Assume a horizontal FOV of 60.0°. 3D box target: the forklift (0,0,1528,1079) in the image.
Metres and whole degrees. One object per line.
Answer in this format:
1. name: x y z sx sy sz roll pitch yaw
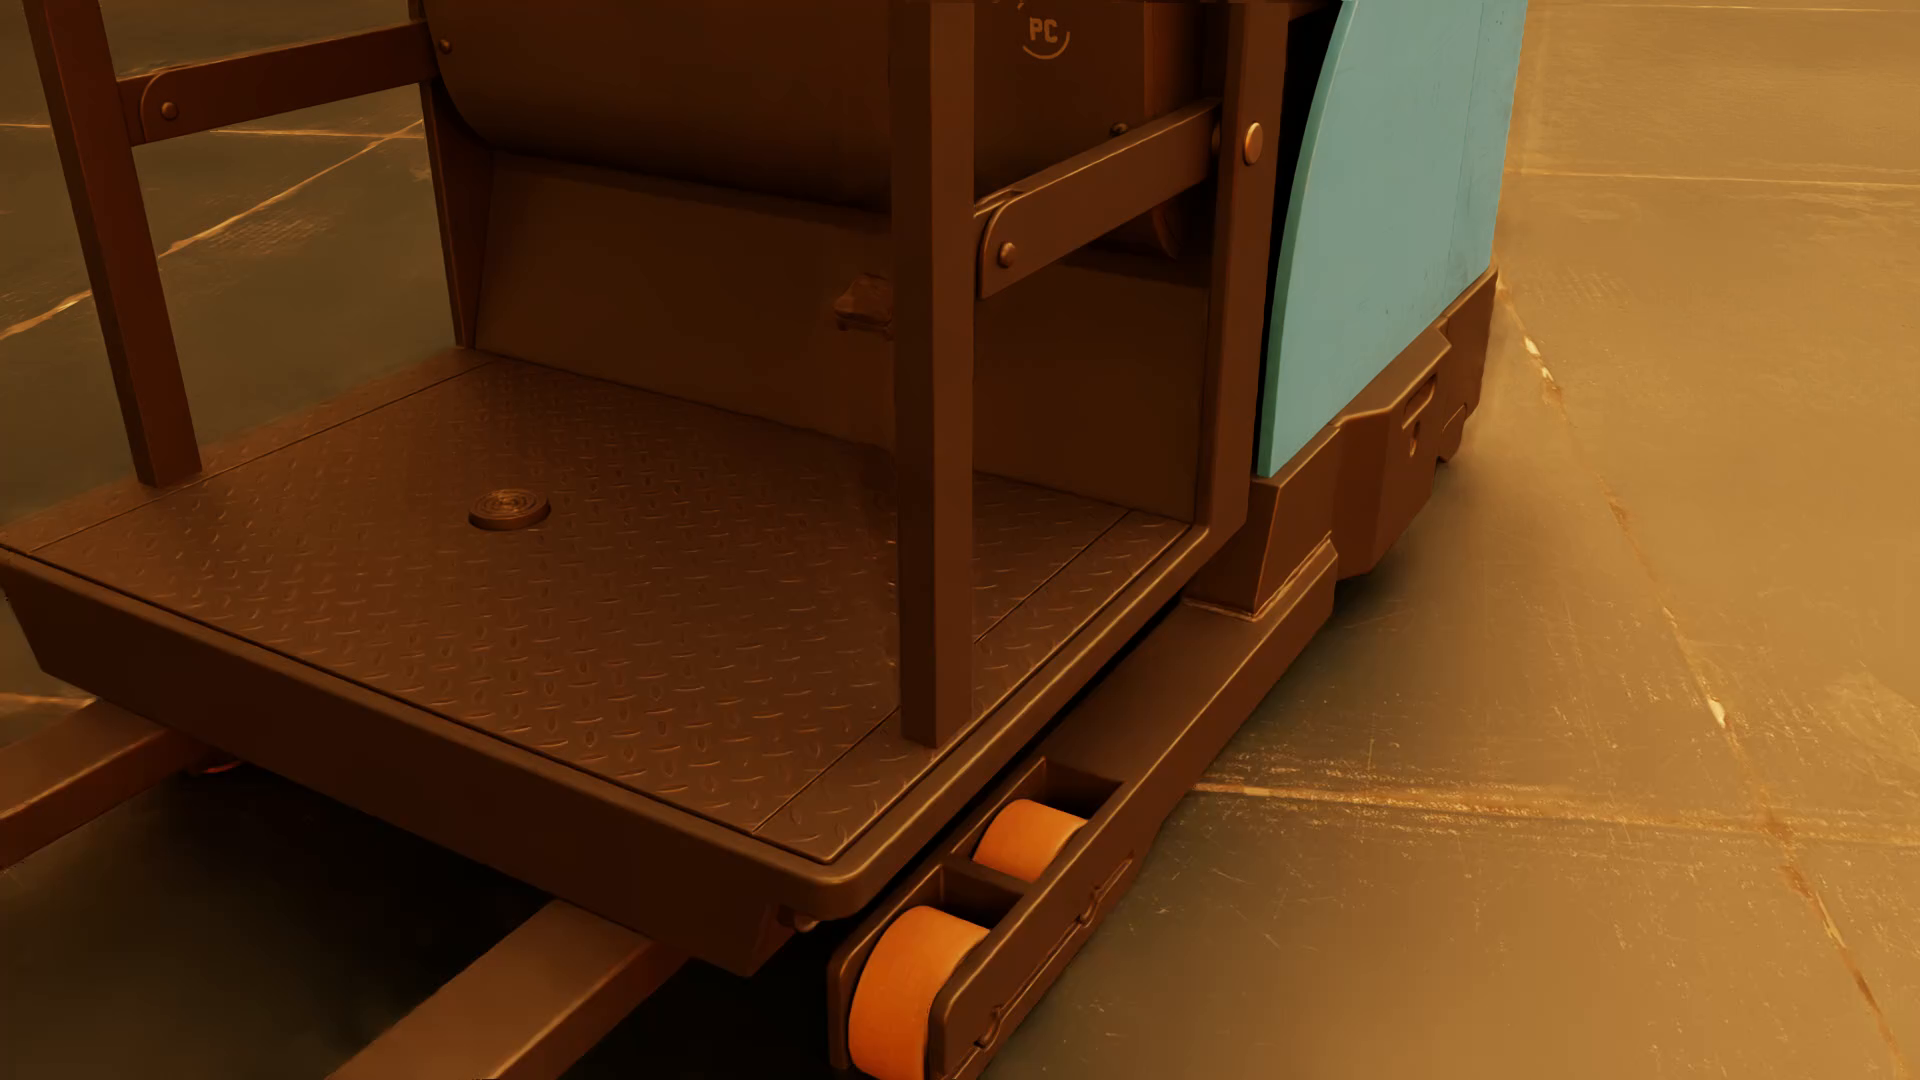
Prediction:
1. forklift: -0.309 -1.047 1.315 1.130 2.935 3.031 15 30 27
